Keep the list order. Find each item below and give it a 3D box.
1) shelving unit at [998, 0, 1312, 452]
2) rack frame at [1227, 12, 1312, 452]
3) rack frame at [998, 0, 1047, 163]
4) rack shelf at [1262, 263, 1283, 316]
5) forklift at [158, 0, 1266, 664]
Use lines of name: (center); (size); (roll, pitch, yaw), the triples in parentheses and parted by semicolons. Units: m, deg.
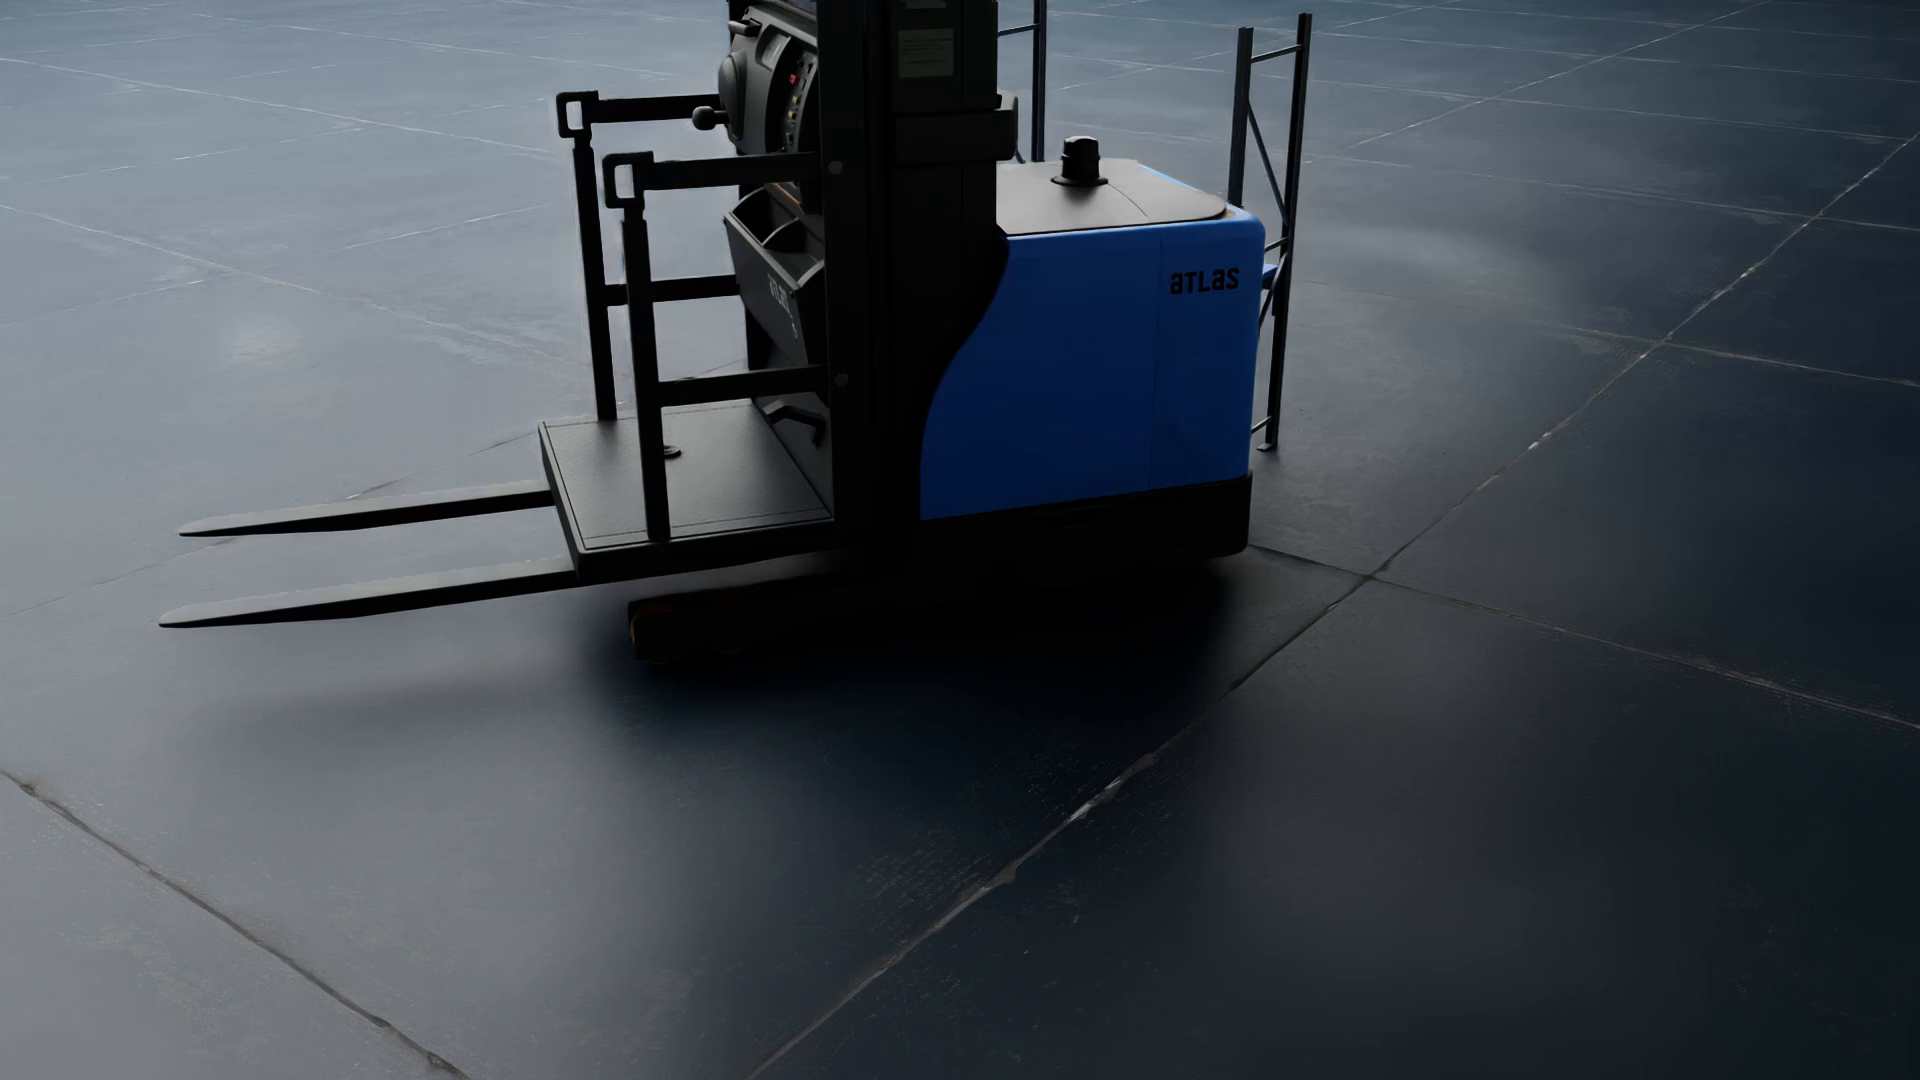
shelving unit: (0.582, -1.075, 5.830); (1.048, 1.500, 0.538); (15, 28, 31)
rack frame: (1.004, -0.961, 5.570); (0.032, 1.500, 0.500); (15, 28, 31)
rack frame: (0.161, -1.190, 6.091); (0.032, 1.500, 0.500); (15, 28, 31)
rack shelf: (0.582, -0.911, 5.903); (1.000, 0.185, 0.538); (15, 28, 31)
forklift: (-0.702, -1.245, 4.441); (3.031, 2.935, 1.130); (-8, 25, -17)
